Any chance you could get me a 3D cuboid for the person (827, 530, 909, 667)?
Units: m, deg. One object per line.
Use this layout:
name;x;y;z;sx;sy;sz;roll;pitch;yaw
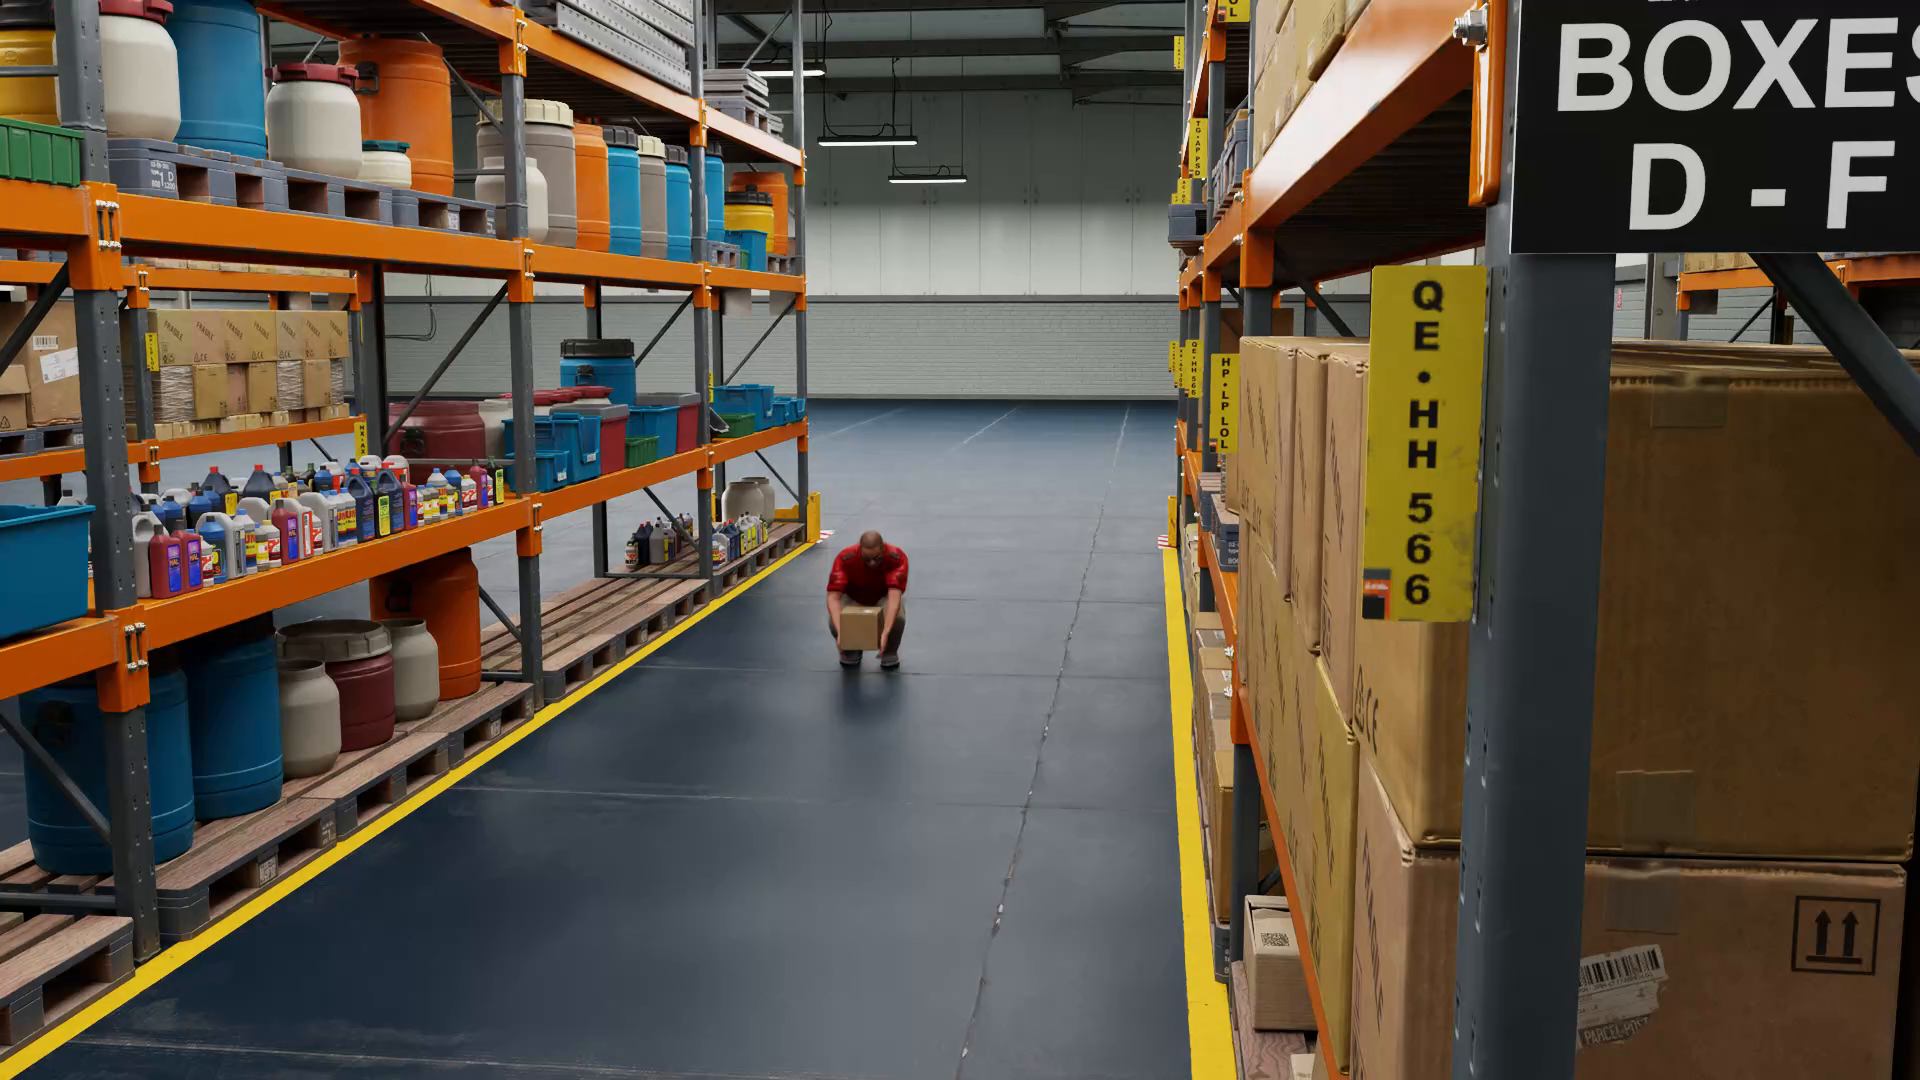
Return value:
person;-0.615;0.393;11.340;0.548;0.969;0.863;1;8;6
